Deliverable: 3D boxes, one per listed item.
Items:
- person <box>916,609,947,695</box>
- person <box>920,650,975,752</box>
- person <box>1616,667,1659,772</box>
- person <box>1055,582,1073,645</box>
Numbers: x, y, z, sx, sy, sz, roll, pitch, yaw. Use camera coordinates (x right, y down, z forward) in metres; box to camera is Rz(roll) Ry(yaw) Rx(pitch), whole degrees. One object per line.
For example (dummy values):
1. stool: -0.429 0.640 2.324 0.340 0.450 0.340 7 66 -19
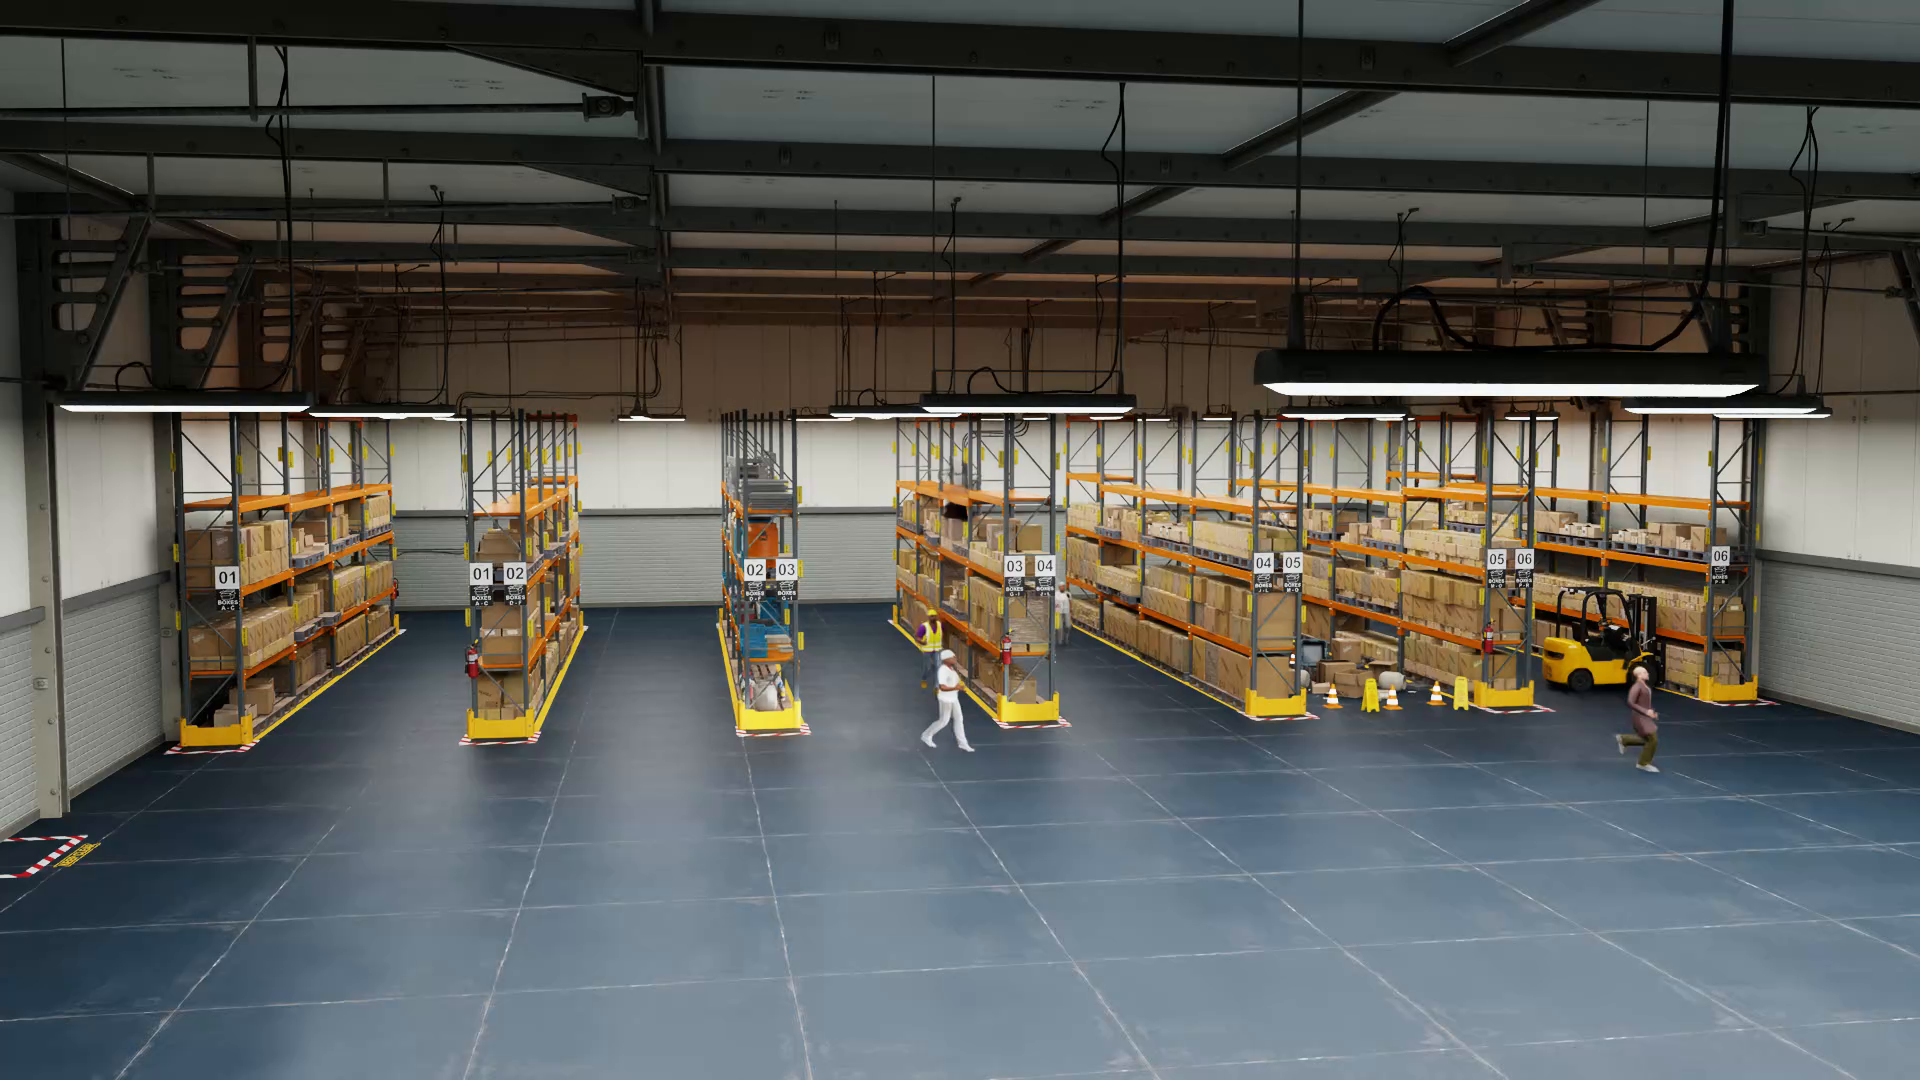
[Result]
1. person: -0.593 2.311 34.708 0.681 1.755 0.948 -1 4 -17
2. person: -0.220 2.804 28.979 0.957 1.788 0.694 1 4 17
3. person: 11.254 2.956 27.601 0.712 1.725 0.722 2 5 31
4. person: 2.673 1.908 43.029 0.591 1.626 0.576 0 4 -6
